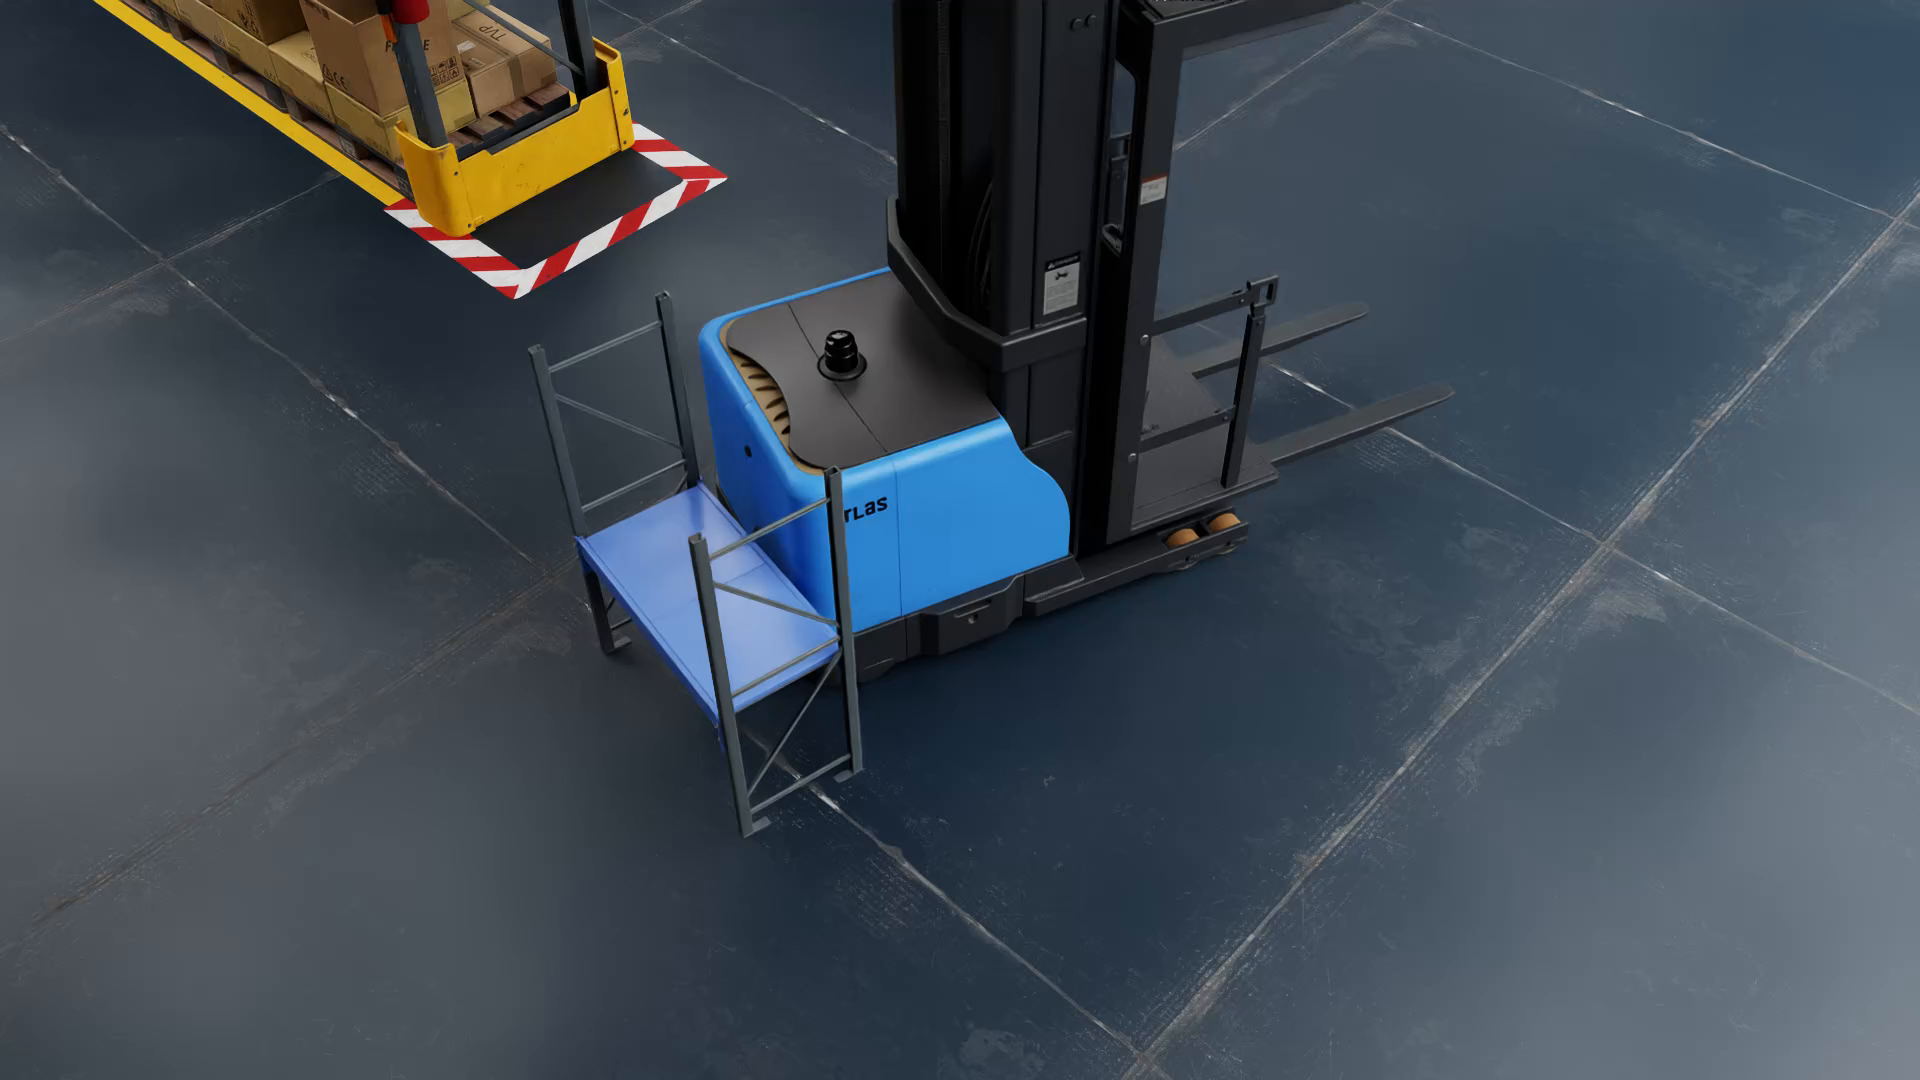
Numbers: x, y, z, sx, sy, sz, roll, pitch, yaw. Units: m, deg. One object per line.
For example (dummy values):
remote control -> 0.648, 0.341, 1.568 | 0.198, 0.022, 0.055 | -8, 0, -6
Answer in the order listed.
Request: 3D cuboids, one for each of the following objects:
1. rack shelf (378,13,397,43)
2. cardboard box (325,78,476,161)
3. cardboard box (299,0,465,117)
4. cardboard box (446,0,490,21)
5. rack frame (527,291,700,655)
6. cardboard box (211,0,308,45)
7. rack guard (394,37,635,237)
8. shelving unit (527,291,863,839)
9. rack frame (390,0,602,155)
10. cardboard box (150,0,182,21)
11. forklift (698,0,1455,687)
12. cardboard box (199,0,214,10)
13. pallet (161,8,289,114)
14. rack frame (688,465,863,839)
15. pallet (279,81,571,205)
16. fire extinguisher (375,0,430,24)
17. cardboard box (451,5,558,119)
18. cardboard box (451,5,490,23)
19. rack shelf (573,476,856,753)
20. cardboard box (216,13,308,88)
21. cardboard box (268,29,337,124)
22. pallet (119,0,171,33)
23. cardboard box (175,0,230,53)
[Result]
rack shelf -> -3.685, -3.641, 8.604 | 4.000, 0.370, 1.077 | 34, 55, 28
cardboard box -> -2.810, -2.208, 8.363 | 0.500, 0.250, 0.500 | 34, 55, 28
cardboard box -> -2.812, -2.463, 8.089 | 0.500, 0.500, 0.500 | 34, 55, 28
cardboard box -> -2.828, -2.988, 8.582 | 0.500, 0.500, 0.500 | 34, 55, 28
rack frame -> -1.158, -0.190, 5.900 | 0.500, 1.500, 0.032 | -28, 53, -24
cardboard box -> -3.556, -2.950, 8.546 | 0.500, 0.500, 0.500 | 34, 55, 28
rack guard -> -2.198, -2.031, 8.314 | 0.348, 0.500, 1.175 | 34, 55, 28
shelving unit -> -0.859, 0.109, 5.618 | 0.538, 1.500, 1.048 | -28, 53, -24
rack frame -> -2.216, -2.898, 7.414 | 0.127, 3.000, 1.000 | 34, 55, 28
cardboard box -> -4.292, -3.187, 9.283 | 0.500, 0.250, 0.500 | 34, 55, 28
forklift -> 0.591, -1.213, 5.879 | 3.031, 2.935, 1.130 | -20, 50, -17
cardboard box -> -3.923, -3.198, 8.779 | 0.500, 0.500, 0.500 | 34, 55, 28
pallet -> -3.698, -2.903, 9.331 | 1.213, 0.211, 1.003 | 34, 55, 28
rack frame -> -0.559, 0.409, 5.337 | 0.500, 1.500, 0.032 | -28, 53, -24
pallet -> -2.806, -2.300, 8.764 | 1.213, 0.211, 1.003 | 34, 55, 28
fire extinguisher -> -2.444, -2.565, 7.153 | 0.183, 0.674, 0.296 | 34, 55, 28
cardboard box -> -2.459, -2.485, 8.624 | 0.500, 0.250, 0.500 | 34, 55, 28
cardboard box -> -2.829, -2.730, 8.854 | 0.500, 0.250, 0.500 | 34, 55, 28
rack shelf -> -0.859, 0.232, 5.750 | 0.538, 0.185, 1.000 | -28, 53, -24
cardboard box -> -3.554, -2.695, 8.821 | 0.500, 0.250, 0.500 | 34, 55, 28
cardboard box -> -3.186, -2.449, 8.589 | 0.500, 0.250, 0.500 | 34, 55, 28
pallet -> -4.599, -3.506, 9.897 | 1.213, 0.211, 1.003 | 34, 55, 28
cardboard box -> -3.921, -2.943, 9.054 | 0.500, 0.250, 0.500 | 34, 55, 28
